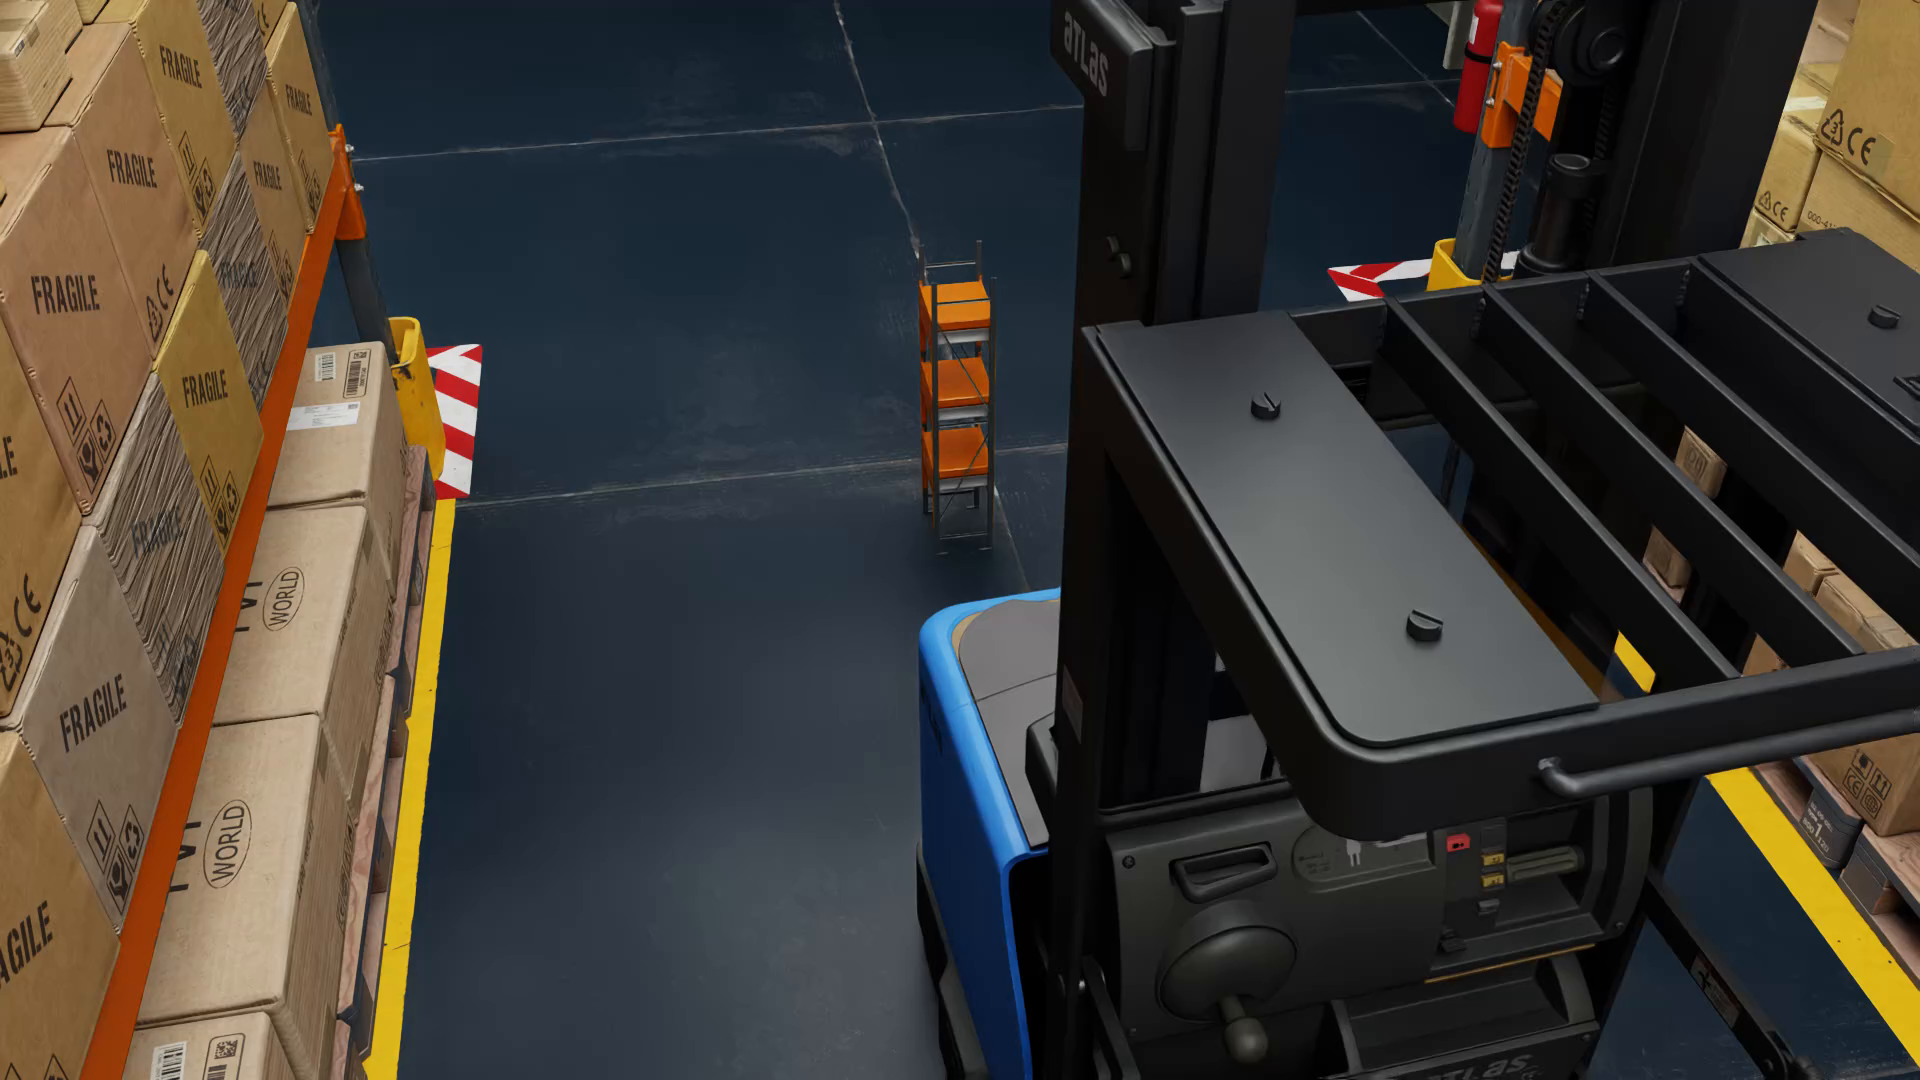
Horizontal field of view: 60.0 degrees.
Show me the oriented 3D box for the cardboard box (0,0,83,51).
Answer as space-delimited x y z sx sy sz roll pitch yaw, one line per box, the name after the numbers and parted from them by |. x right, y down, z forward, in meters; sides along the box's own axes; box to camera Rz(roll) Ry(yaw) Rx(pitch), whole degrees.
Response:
-1.913 -0.986 3.149 0.380 0.149 0.250 -5 38 -6 | cardboard box

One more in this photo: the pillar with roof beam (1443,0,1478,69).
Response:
-1.416 -5.584 5.602 9.100 9.000 0.400 -6 38 -8 | pillar with roof beam

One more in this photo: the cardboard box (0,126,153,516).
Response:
-1.784 -0.364 2.877 0.500 0.500 0.500 -6 38 -7 | cardboard box

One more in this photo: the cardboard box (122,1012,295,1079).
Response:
-1.782 1.455 3.178 0.875 0.438 0.875 -7 38 -9 | cardboard box

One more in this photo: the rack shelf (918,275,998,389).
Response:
-0.009 -0.663 5.302 0.215 0.259 0.240 -6 38 -8 | rack shelf

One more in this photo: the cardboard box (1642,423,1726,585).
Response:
2.533 -0.231 5.297 0.700 0.500 0.500 -5 38 -6 | cardboard box

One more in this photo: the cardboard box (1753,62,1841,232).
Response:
2.402 -1.097 4.597 0.500 0.250 0.500 -7 38 -9 | cardboard box

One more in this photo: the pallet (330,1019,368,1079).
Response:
-1.834 1.634 3.475 1.003 0.211 1.213 -6 38 -8 | pallet

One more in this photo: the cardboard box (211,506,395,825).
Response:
-2.096 0.370 4.575 0.875 0.438 0.875 -5 38 -7 | cardboard box

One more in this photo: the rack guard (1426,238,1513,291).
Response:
2.421 -0.919 6.525 1.175 0.500 0.348 -6 38 -8 | rack guard

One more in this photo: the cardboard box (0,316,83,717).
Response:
-1.705 -0.054 2.478 0.500 0.500 0.500 -7 38 -9 | cardboard box

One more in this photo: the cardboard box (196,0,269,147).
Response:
-2.039 -1.272 4.046 0.500 0.500 0.500 -6 38 -8 | cardboard box

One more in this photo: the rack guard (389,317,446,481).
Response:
-2.483 -0.443 5.913 1.175 0.500 0.348 -6 38 -8 | rack guard

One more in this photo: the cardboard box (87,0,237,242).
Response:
-1.956 -0.973 3.661 0.500 0.500 0.500 -6 38 -8 | cardboard box

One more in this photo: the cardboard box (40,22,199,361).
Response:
-1.869 -0.669 3.270 0.500 0.500 0.500 -6 38 -8 | cardboard box

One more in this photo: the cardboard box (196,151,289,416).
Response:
-1.961 -0.578 3.968 0.500 0.500 0.500 -5 38 -7 | cardboard box

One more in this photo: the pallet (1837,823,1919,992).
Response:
2.989 1.150 4.097 1.003 0.211 1.213 -6 38 -8 | pallet

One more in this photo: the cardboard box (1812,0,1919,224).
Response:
2.485 -1.097 3.986 0.500 0.500 0.500 -5 38 -7 | cardboard box

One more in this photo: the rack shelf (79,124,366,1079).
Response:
-2.128 0.076 3.793 1.077 0.370 4.000 -6 38 -8 | rack shelf

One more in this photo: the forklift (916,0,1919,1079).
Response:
0.746 0.651 2.522 1.130 2.935 3.031 -9 39 -11 | forklift

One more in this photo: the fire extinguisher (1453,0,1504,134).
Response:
1.927 -1.813 6.006 0.296 0.674 0.183 -6 38 -8 | fire extinguisher

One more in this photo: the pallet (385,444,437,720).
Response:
-2.262 0.160 5.372 1.003 0.211 1.213 -6 38 -8 | pallet

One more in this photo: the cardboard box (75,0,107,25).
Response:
-1.941 -1.146 3.355 0.380 0.149 0.250 -5 38 -7 | cardboard box

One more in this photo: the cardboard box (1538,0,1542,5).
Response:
2.222 -1.707 5.382 0.500 0.250 0.500 -6 38 -8 | cardboard box

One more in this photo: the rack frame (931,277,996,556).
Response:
0.012 -0.373 5.375 0.200 1.050 0.008 -6 38 -8 | rack frame

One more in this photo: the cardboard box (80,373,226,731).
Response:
-1.767 0.044 3.167 0.500 0.500 0.500 -6 38 -8 | cardboard box

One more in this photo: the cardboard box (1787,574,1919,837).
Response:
2.715 0.396 4.490 0.700 0.500 0.500 -8 38 -10 | cardboard box

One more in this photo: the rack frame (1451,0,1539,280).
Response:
2.407 -1.952 5.818 1.000 3.000 0.127 -6 38 -8 | rack frame

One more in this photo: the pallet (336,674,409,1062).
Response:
-2.051 0.895 4.426 1.003 0.211 1.213 -6 38 -8 | pallet

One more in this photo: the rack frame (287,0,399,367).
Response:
-2.479 -1.416 5.128 1.000 3.000 0.127 -6 38 -8 | rack frame

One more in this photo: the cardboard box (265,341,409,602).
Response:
-2.265 -0.182 5.285 0.875 0.438 0.875 -7 38 -9 | cardboard box

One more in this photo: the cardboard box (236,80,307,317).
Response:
-2.060 -0.888 4.366 0.500 0.500 0.500 -7 38 -9 | cardboard box

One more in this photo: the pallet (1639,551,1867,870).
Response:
2.772 0.412 5.048 1.003 0.211 1.213 -6 38 -8 | pallet

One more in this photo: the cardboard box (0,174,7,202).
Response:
-1.726 -0.532 2.565 0.380 0.149 0.250 -7 38 -9 | cardboard box

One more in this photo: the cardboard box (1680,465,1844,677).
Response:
2.527 0.099 4.872 0.500 0.500 0.500 -6 38 -7 | cardboard box

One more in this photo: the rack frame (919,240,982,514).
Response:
-0.031 -0.521 5.564 0.200 1.050 0.008 -6 38 -8 | rack frame

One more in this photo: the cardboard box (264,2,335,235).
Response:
-2.134 -1.193 4.759 0.500 0.500 0.500 -6 38 -8 | cardboard box

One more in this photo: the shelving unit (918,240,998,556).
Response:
-0.009 -0.447 5.470 0.215 1.050 0.252 -6 38 -8 | shelving unit

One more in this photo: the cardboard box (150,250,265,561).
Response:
-1.857 -0.268 3.568 0.500 0.500 0.500 -5 38 -7 | cardboard box

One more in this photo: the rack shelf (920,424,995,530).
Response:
-0.009 -0.219 5.647 0.215 0.259 0.240 -6 38 -8 | rack shelf

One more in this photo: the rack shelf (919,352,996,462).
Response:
-0.009 -0.439 5.476 0.215 0.259 0.240 -6 38 -8 | rack shelf

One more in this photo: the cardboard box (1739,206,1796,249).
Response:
2.372 -0.841 4.593 0.380 0.149 0.250 -7 38 -9 | cardboard box

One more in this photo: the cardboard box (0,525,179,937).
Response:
-1.686 0.345 2.780 0.500 0.500 0.500 -6 38 -8 | cardboard box

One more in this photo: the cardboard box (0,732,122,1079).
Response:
-1.602 0.649 2.388 0.500 0.500 0.500 -5 38 -6 | cardboard box

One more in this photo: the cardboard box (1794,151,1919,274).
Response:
2.513 -0.790 4.202 0.500 0.250 0.500 -7 38 -9 | cardboard box

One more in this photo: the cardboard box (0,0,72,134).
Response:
-1.826 -0.831 2.949 0.380 0.149 0.250 -6 38 -8 | cardboard box

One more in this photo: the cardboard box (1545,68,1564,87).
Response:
2.195 -1.625 5.601 0.380 0.149 0.250 -7 38 -8 | cardboard box

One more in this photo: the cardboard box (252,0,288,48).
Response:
-2.160 -1.585 4.448 0.500 0.500 0.500 -5 38 -6 | cardboard box

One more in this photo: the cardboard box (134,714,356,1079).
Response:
-1.939 0.915 3.874 0.875 0.438 0.875 -7 38 -9 | cardboard box

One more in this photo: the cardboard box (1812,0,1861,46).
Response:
2.839 -1.449 5.050 0.500 0.250 0.500 -6 38 -8 | cardboard box

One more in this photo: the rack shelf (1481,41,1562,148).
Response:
2.758 -0.460 4.483 1.077 0.370 4.000 -6 38 -8 | rack shelf

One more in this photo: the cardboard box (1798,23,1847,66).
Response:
2.310 -1.403 4.990 0.500 0.250 0.500 -6 38 -7 | cardboard box
